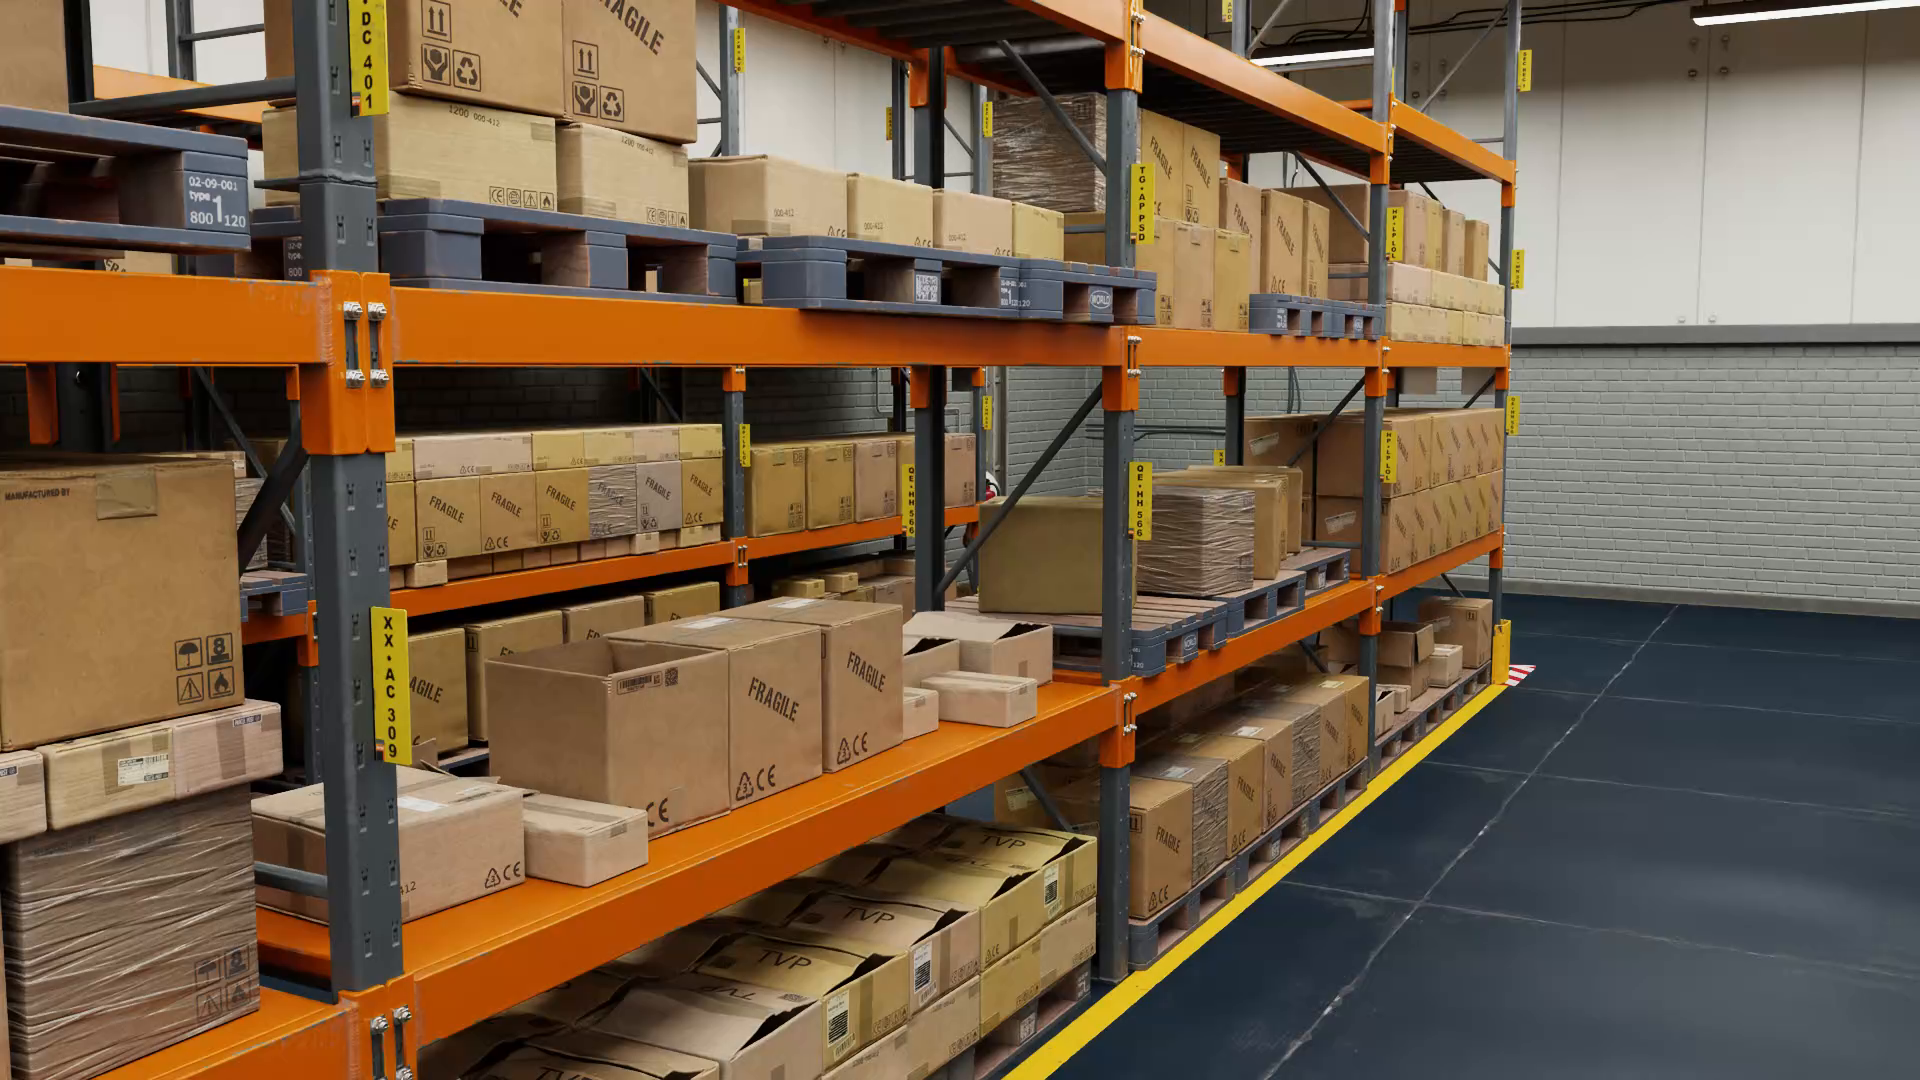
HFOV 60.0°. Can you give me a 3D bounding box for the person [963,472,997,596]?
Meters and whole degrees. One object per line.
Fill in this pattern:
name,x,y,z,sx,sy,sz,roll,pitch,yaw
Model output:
person,0.198,-0.109,18.114,0.459,1.760,0.634,3,7,25
